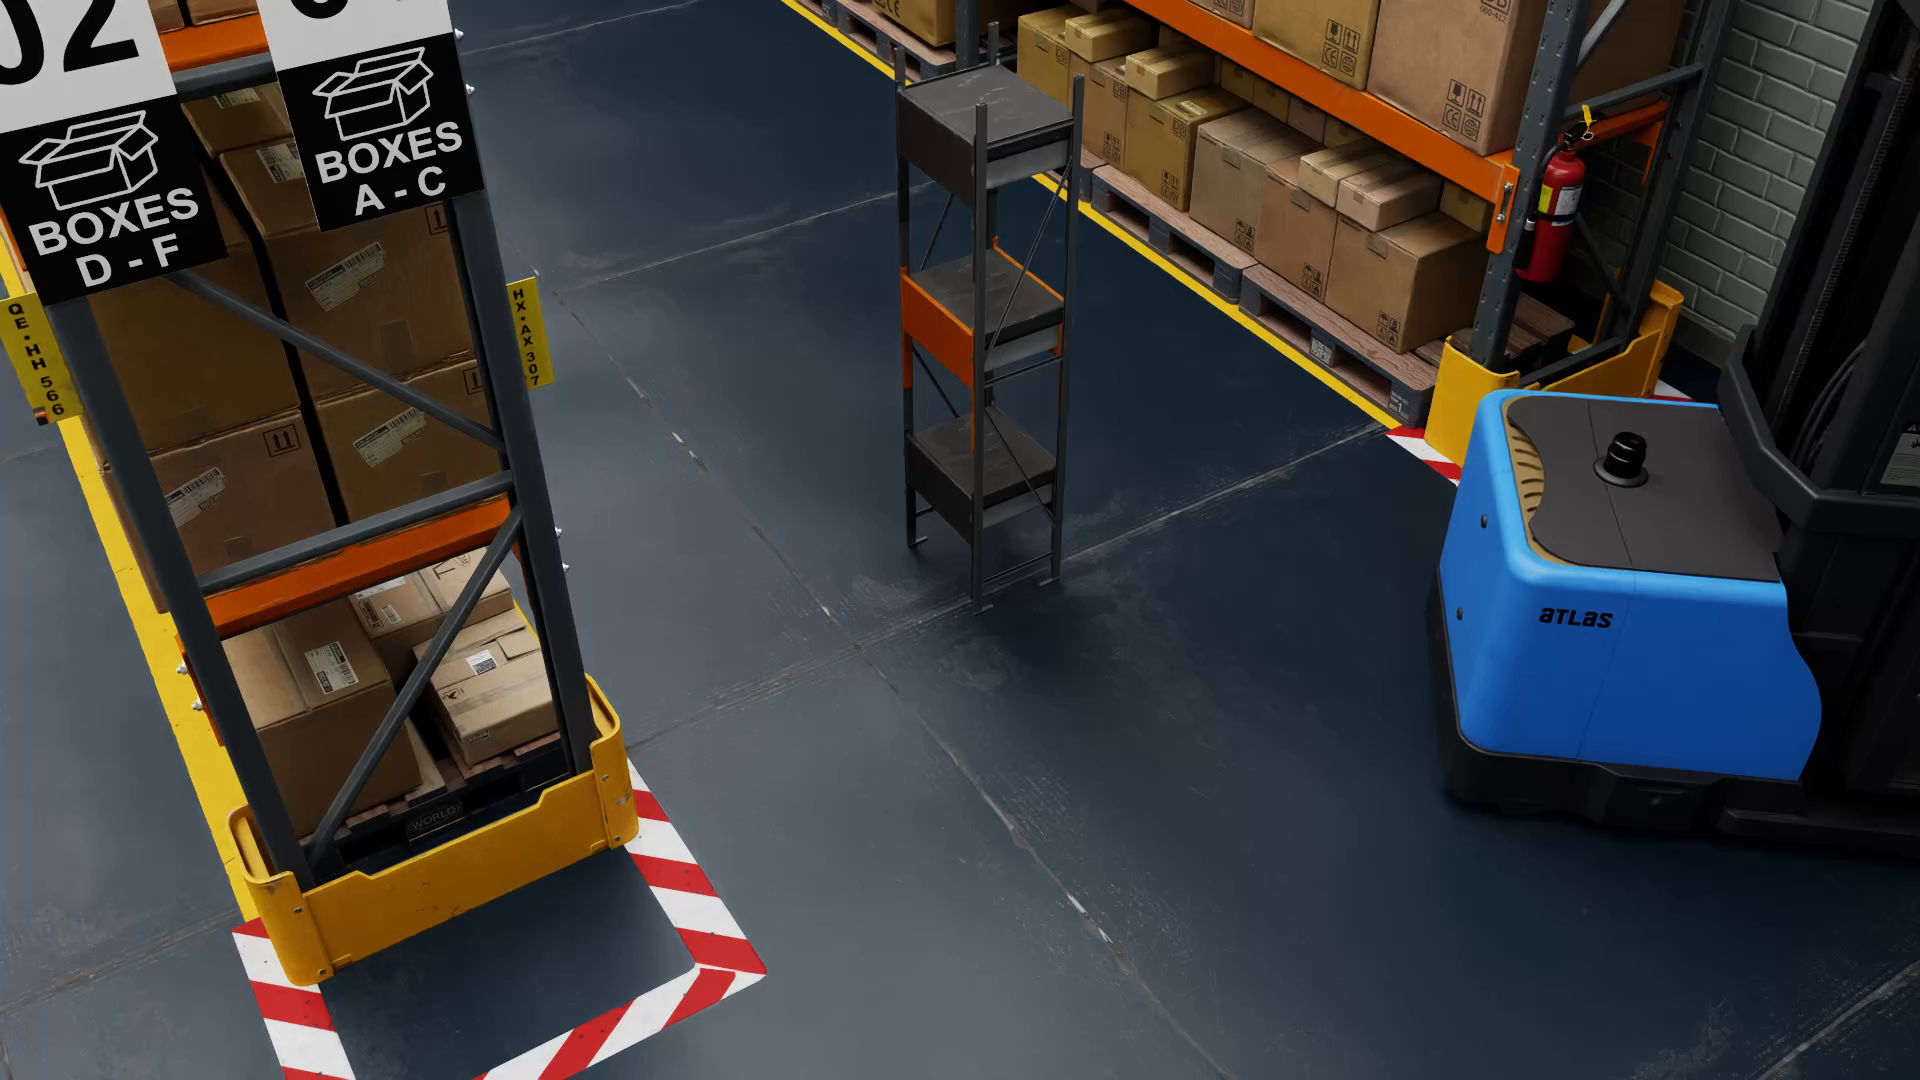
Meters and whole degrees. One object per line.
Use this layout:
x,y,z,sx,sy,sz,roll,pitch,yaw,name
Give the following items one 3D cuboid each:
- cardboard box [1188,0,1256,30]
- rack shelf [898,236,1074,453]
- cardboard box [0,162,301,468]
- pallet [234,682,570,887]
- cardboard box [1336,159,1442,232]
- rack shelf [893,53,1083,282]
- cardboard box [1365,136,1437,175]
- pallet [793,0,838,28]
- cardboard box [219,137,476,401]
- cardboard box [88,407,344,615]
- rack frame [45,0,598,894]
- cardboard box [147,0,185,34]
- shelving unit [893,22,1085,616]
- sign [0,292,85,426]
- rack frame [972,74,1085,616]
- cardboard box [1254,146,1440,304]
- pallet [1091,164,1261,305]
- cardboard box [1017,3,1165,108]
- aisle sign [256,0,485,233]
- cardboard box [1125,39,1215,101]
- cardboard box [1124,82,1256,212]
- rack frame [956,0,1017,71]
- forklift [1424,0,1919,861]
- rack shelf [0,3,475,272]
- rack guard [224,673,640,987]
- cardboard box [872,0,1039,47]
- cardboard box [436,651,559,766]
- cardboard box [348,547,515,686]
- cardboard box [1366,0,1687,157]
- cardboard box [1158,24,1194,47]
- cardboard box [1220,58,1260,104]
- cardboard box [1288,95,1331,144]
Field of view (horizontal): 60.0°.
1.493,-2.916,7.671,0.980,0.700,0.700,-24,46,-26,cardboard box
0.089,-0.707,5.979,0.431,0.518,0.480,-22,45,-24,rack shelf
-2.067,-0.586,4.251,0.500,0.500,0.500,-23,45,-25,cardboard box
-2.067,0.583,5.886,1.003,0.211,1.213,-22,45,-24,pallet
1.895,-1.525,7.355,0.380,0.149,0.250,-23,45,-25,cardboard box
0.089,-1.245,5.531,0.431,0.518,0.480,-22,45,-24,rack shelf
2.080,-1.793,7.677,0.380,0.149,0.250,-22,45,-24,cardboard box
-0.711,-3.862,11.220,1.003,0.211,1.213,-22,45,-24,pallet
-1.613,-0.771,4.473,0.500,0.500,0.500,-21,44,-23,cardboard box
-2.067,-0.204,4.574,0.500,0.500,0.500,-21,44,-23,cardboard box
-1.596,-0.018,4.428,1.000,3.000,0.127,-22,45,-24,rack frame
-2.095,-1.299,3.740,0.500,0.250,0.500,-22,45,-24,cardboard box
0.089,-0.717,5.971,0.431,2.100,0.503,-22,45,-24,shelving unit
-2.075,-0.404,3.740,0.100,0.325,0.005,-22,45,-24,sign
0.220,-0.586,5.813,0.400,2.100,0.015,-22,45,-24,rack frame
1.849,-1.539,7.879,0.700,0.500,0.500,-22,45,-25,cardboard box
1.431,-1.716,8.645,1.003,0.211,1.213,-22,45,-24,pallet
0.743,-2.646,9.207,0.700,0.500,0.500,-22,44,-24,cardboard box
-1.312,-1.081,3.673,0.394,0.787,0.004,-22,45,-24,aisle sign
1.054,-2.366,8.364,0.380,0.149,0.250,-23,45,-26,cardboard box
1.285,-2.096,8.547,0.700,0.500,0.500,-21,44,-23,cardboard box
0.428,-3.884,9.068,1.000,3.000,0.127,-22,45,-24,rack frame
3.206,-0.399,4.939,3.031,2.935,1.130,5,40,6,forklift
-2.672,-1.973,4.994,1.077,0.370,4.000,-22,45,-24,rack shelf
-1.637,0.901,5.278,1.175,0.500,0.348,-22,45,-24,rack guard
-0.032,-3.526,9.989,0.750,0.750,0.750,-22,44,-24,cardboard box
-1.532,0.564,5.613,0.380,0.149,0.250,-22,45,-24,cardboard box
-1.918,0.208,5.961,0.500,0.250,0.500,-22,45,-24,cardboard box
2.296,-2.112,6.707,0.980,0.700,0.700,-20,44,-23,cardboard box
1.260,-2.616,8.664,0.380,0.149,0.250,-24,45,-26,cardboard box
1.535,-2.340,8.333,0.380,0.149,0.250,-23,45,-25,cardboard box
1.809,-2.065,8.003,0.380,0.149,0.250,-22,44,-24,cardboard box
